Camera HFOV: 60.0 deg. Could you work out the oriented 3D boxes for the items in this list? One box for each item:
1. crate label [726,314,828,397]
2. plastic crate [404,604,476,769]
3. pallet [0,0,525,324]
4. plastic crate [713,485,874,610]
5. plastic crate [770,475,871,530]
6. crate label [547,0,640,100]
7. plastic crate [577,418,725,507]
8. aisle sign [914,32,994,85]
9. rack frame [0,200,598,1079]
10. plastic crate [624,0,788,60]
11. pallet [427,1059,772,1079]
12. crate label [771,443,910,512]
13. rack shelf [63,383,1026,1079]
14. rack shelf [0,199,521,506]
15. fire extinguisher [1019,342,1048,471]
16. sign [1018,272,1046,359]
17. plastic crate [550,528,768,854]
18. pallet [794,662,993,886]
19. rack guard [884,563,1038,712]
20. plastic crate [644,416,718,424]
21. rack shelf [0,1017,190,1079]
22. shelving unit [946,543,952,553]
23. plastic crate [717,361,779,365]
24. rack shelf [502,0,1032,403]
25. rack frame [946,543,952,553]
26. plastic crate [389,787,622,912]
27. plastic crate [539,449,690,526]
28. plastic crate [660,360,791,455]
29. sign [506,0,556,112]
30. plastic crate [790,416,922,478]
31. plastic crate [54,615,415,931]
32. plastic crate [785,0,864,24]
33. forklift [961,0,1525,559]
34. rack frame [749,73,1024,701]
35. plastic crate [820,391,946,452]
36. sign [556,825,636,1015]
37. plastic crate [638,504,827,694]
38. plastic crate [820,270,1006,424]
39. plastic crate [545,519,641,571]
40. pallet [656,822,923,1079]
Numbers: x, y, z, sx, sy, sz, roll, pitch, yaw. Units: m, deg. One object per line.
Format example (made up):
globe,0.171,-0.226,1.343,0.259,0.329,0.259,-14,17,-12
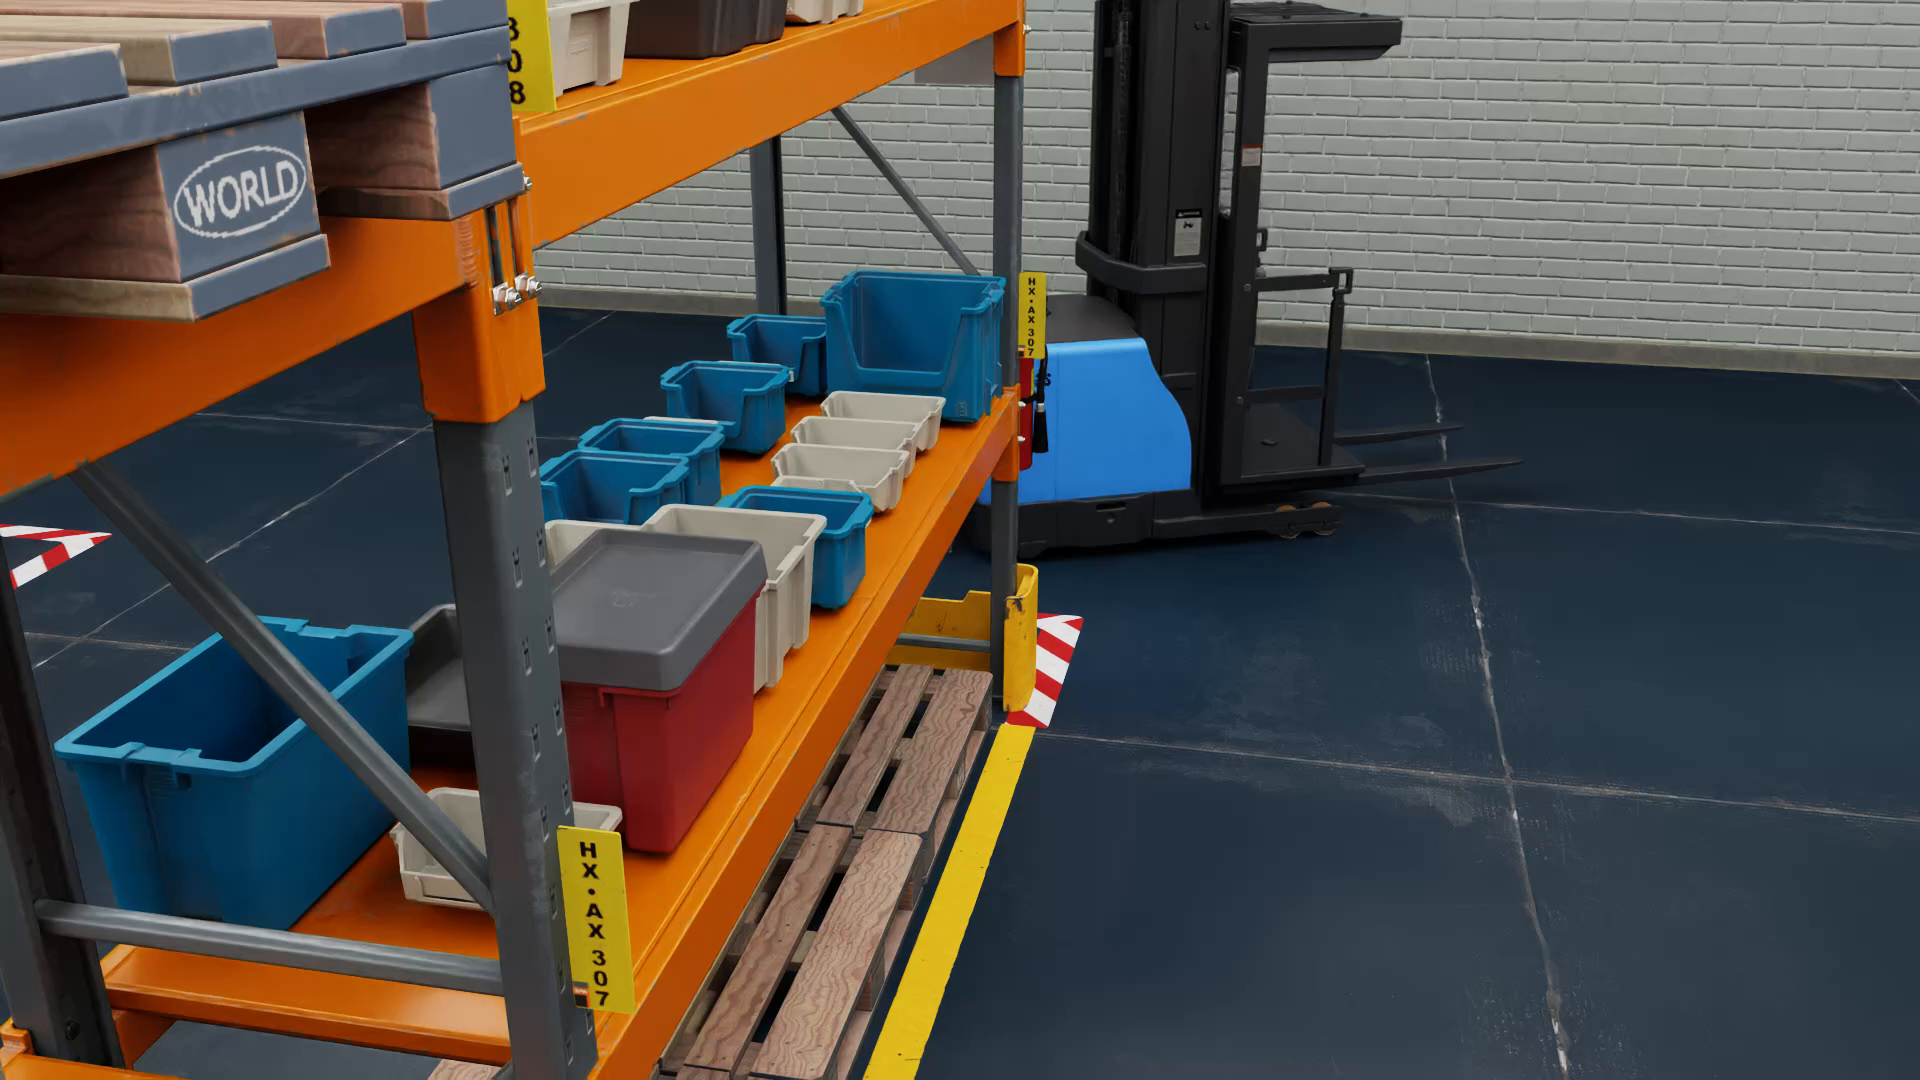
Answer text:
crate label,-0.646,-0.682,6.175,0.416,0.233,0.303,4,22,11
plastic crate,-1.124,0.336,3.791,0.437,0.125,0.590,4,22,11
pallet,-1.154,-0.343,1.429,1.213,0.211,1.003,4,22,11
plastic crate,-0.441,0.024,4.423,0.416,0.233,0.300,4,22,11
plastic crate,-0.411,-0.072,4.789,0.298,0.136,0.250,4,22,11
crate label,-0.707,-0.760,2.563,0.293,0.136,0.466,4,22,11
plastic crate,-0.915,-0.200,4.979,0.416,0.233,0.300,4,22,11
aisle sign,0.028,-2.006,5.841,0.394,0.787,0.004,4,22,11
rack frame,-1.086,0.667,2.683,0.949,2.616,0.053,4,22,11
plastic crate,-0.568,-1.098,3.224,0.497,0.269,0.590,4,22,11
pallet,-0.977,1.688,3.880,1.003,0.211,1.213,4,22,11
crate label,-0.369,-0.181,5.062,0.396,0.136,0.243,4,22,11
rack shelf,-0.681,0.269,4.635,1.077,0.370,4.000,4,22,11
rack shelf,-1.498,0.340,0.442,1.077,0.370,4.000,4,22,11
fire extinguisher,0.202,-0.608,6.451,0.296,0.674,0.183,4,22,11
sign,0.269,-0.836,6.196,0.100,0.325,0.005,4,22,11
plastic crate,-0.662,0.301,3.424,0.402,0.464,0.583,4,22,11
pallet,-0.480,0.796,6.096,1.003,0.211,1.213,4,22,11
rack guard,-0.281,0.353,6.808,1.175,0.500,0.348,4,22,11
plastic crate,-0.931,-0.278,5.301,0.250,0.136,0.298,4,22,11
rack shelf,-1.498,1.731,1.002,1.077,0.370,4.000,4,22,11
shelving unit,-0.154,-0.395,8.130,0.258,0.900,0.210,1,22,2
plastic crate,-0.792,-0.526,5.917,0.250,0.136,0.298,4,22,11
rack shelf,-0.681,-1.123,4.074,1.077,0.370,4.000,4,22,11
rack frame,-0.158,-0.357,8.036,0.240,0.900,0.006,1,22,2
plastic crate,-0.855,0.601,3.118,0.396,0.136,0.243,4,22,11
plastic crate,-0.976,-0.090,4.706,0.416,0.233,0.300,4,22,11
plastic crate,-0.780,-0.441,5.577,0.416,0.233,0.300,4,22,11
sign,-0.551,-0.687,2.016,0.100,0.325,0.005,4,22,11
plastic crate,-0.336,-0.285,5.319,0.396,0.136,0.243,4,22,11
plastic crate,-1.328,0.449,3.164,0.392,0.384,0.575,4,22,11
plastic crate,-0.452,-1.291,3.882,0.437,0.136,0.530,4,22,11
forklift,1.440,-1.551,8.280,3.031,2.935,1.130,-5,23,-13
rack frame,-0.273,-0.797,6.316,1.000,3.000,0.127,4,22,11
plastic crate,-0.262,-0.390,5.580,0.396,0.136,0.243,4,22,11
sign,-0.551,0.581,2.527,0.100,0.325,0.005,4,22,11
plastic crate,-0.598,0.149,4.047,0.437,0.282,0.530,4,22,11
plastic crate,-0.159,-0.704,5.959,0.616,0.435,0.499,4,22,11
plastic crate,-1.028,0.101,4.360,0.293,0.136,0.466,4,22,11
pallet,-0.731,1.240,4.991,1.003,0.211,1.213,4,22,11
